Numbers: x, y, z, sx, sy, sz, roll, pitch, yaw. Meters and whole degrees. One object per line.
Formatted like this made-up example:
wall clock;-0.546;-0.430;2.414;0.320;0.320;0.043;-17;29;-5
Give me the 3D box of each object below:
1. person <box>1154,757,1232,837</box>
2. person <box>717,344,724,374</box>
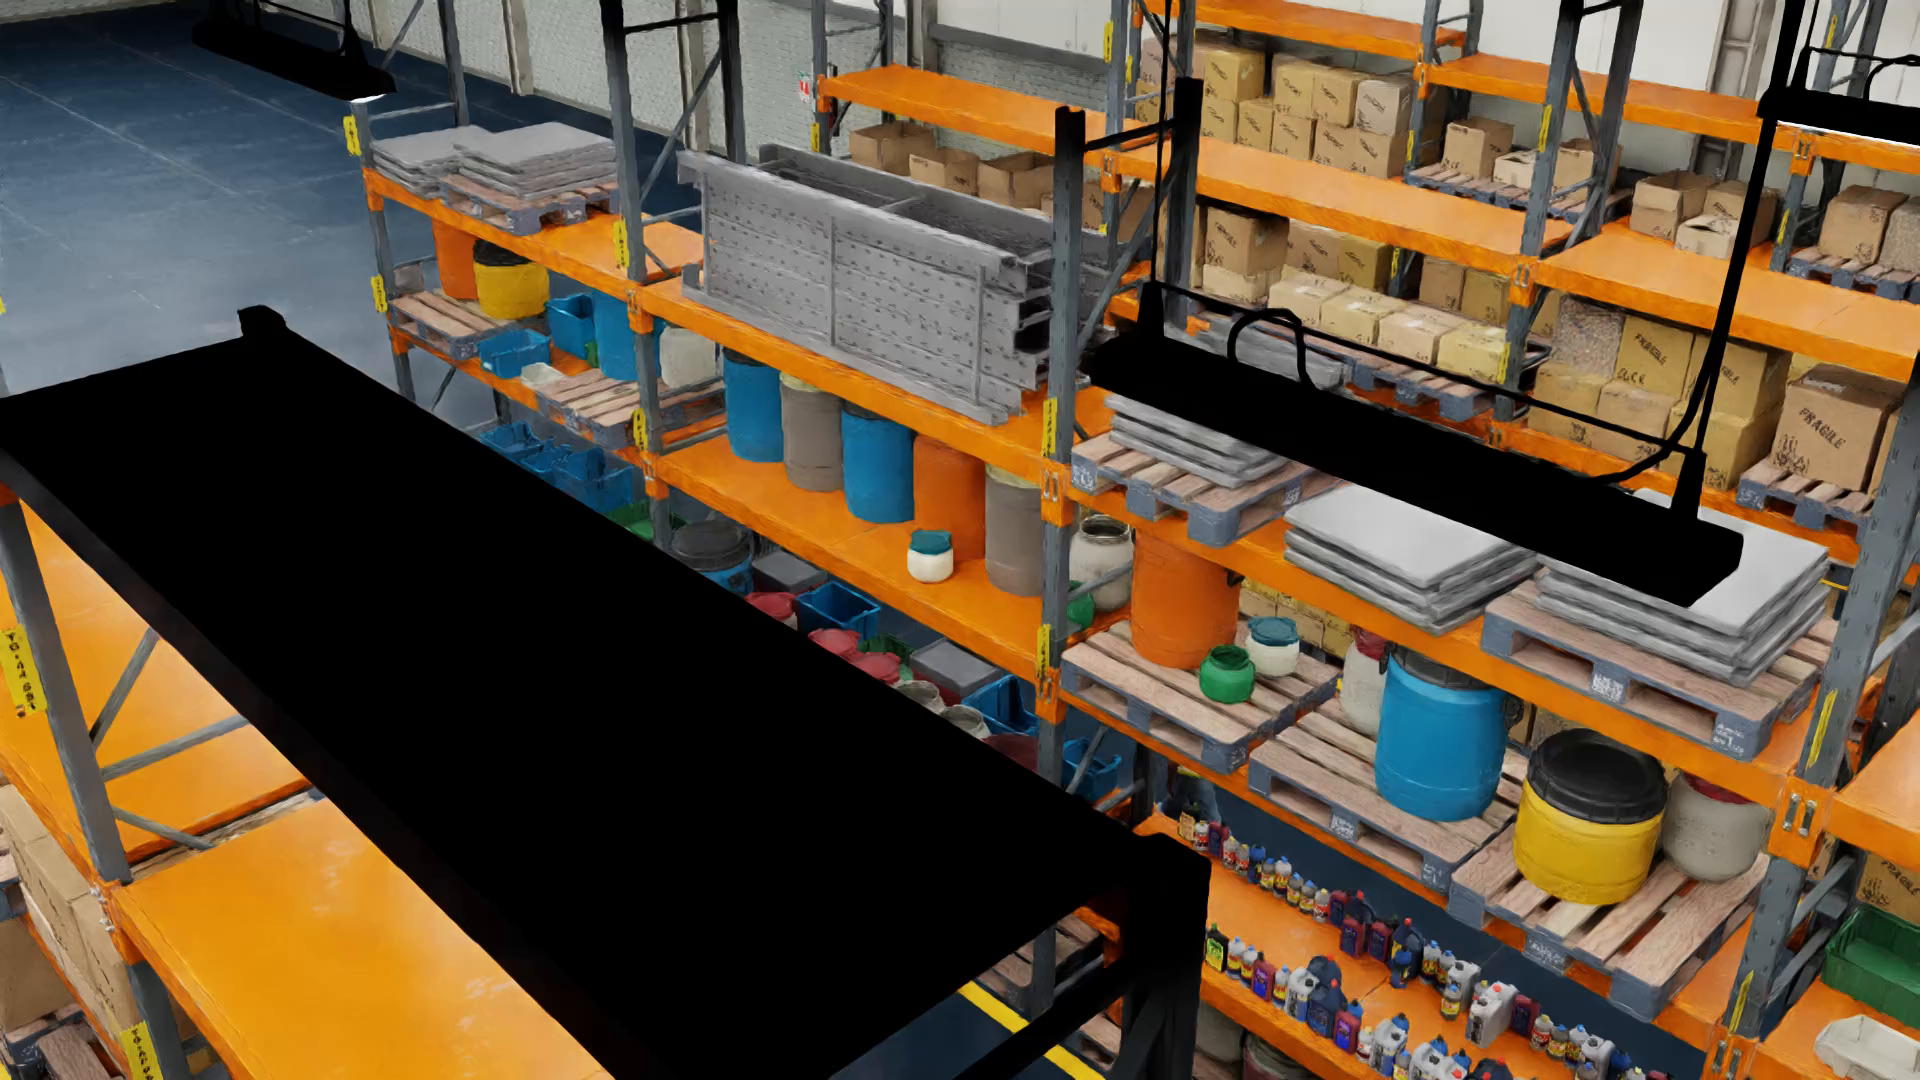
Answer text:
person;1.682;1.588;12.090;1.128;1.689;0.575;25;37;38
person;-2.646;-2.621;20.033;1.000;1.598;0.491;20;34;33
